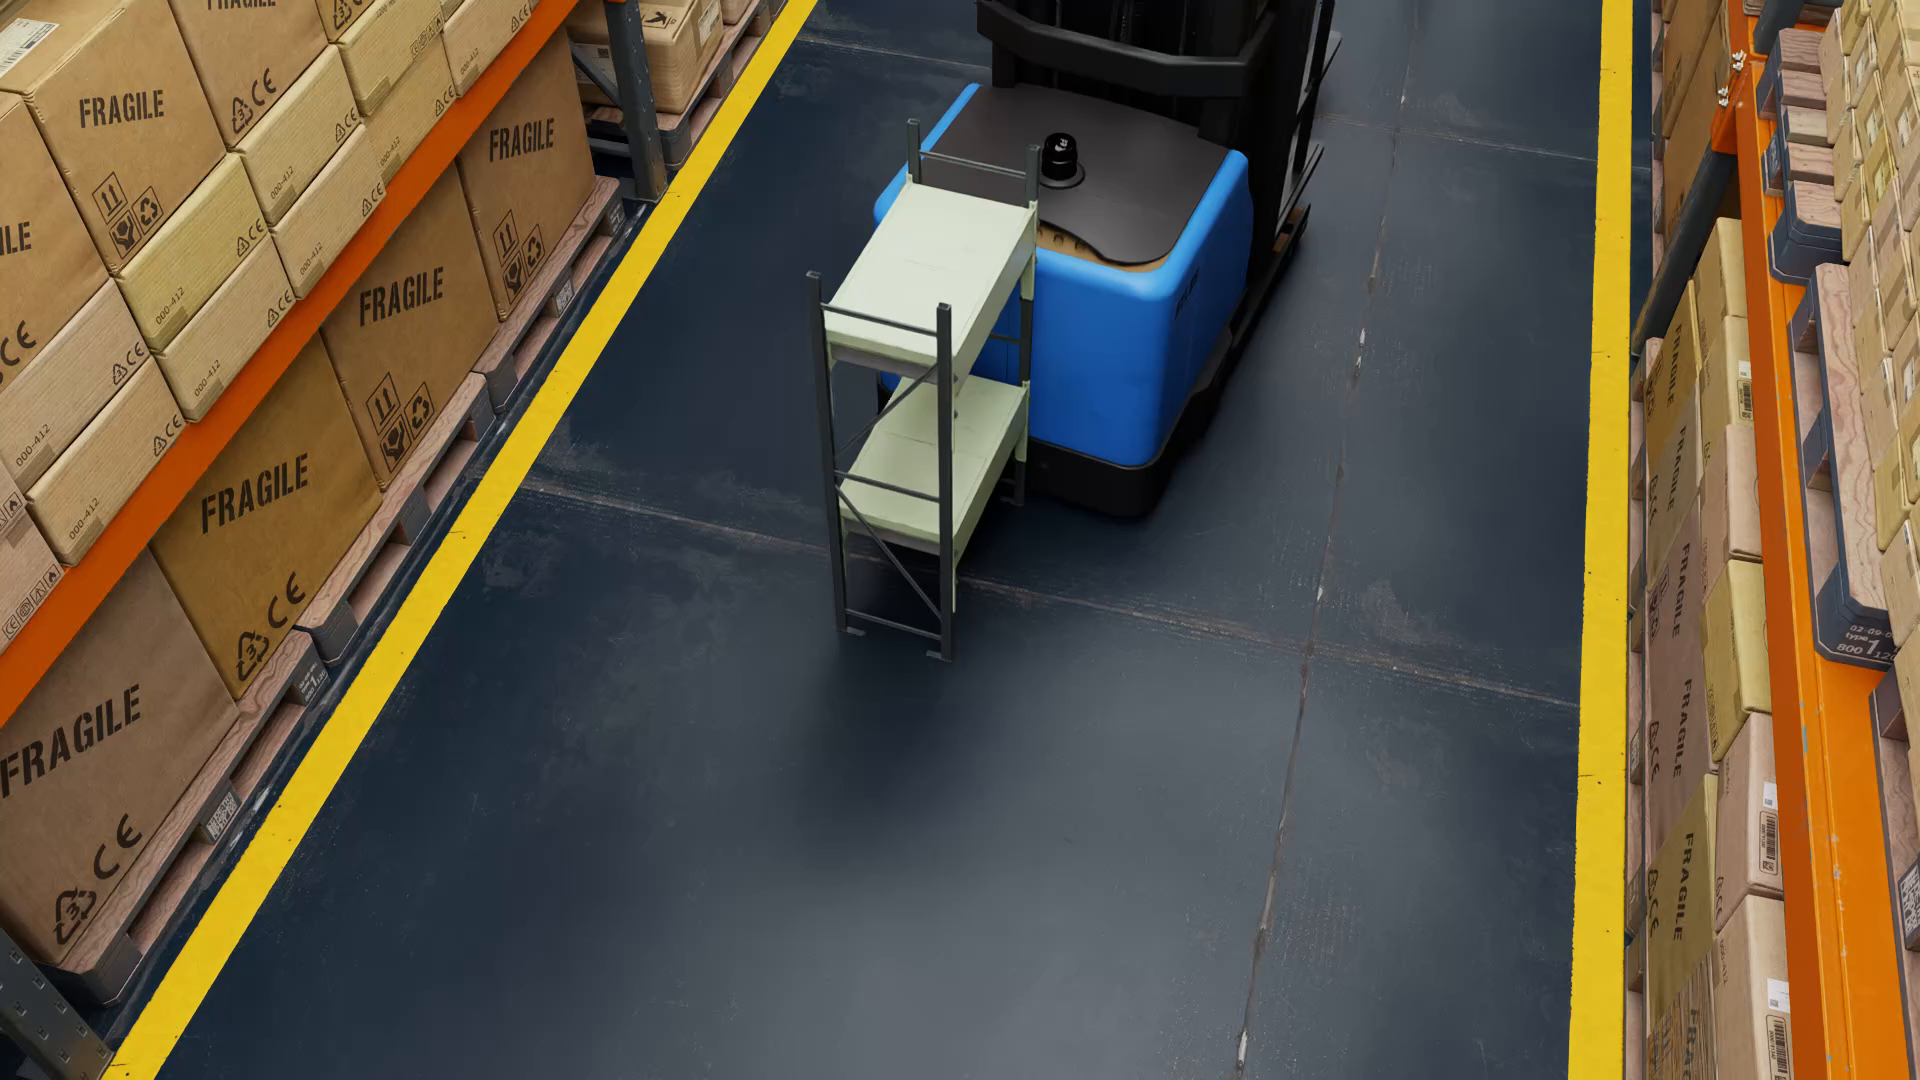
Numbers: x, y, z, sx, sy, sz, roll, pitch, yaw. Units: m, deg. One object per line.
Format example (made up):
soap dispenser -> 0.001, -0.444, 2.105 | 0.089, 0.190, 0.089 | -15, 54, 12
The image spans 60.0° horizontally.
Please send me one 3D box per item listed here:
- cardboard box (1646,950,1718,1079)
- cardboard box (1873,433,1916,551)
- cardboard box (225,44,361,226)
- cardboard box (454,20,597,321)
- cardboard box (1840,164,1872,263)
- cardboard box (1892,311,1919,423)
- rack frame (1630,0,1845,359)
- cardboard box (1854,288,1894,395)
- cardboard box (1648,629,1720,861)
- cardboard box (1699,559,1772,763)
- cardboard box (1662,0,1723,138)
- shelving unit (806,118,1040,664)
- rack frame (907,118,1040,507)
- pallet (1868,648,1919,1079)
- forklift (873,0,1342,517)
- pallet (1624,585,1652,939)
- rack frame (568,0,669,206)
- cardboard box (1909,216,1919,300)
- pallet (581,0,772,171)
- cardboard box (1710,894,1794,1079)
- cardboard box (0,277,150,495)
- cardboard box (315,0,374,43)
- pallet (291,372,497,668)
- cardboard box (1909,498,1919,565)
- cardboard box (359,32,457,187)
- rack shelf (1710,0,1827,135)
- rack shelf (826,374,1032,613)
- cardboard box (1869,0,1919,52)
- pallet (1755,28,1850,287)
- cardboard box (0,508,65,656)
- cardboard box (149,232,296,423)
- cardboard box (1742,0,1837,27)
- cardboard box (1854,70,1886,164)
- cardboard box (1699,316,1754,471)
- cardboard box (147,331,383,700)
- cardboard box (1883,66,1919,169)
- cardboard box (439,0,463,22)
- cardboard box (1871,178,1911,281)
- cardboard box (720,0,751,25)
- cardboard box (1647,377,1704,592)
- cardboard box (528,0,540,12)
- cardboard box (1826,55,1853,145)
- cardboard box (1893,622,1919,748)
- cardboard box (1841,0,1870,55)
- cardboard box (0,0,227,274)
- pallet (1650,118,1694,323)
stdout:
cardboard box -> 1.964, 1.359, 3.937 | 0.500, 0.500, 0.500 | 11, 49, 9
cardboard box -> 2.266, -0.070, 3.698 | 0.380, 0.149, 0.250 | 14, 50, 12
cardboard box -> -2.002, -1.135, 4.518 | 0.500, 0.250, 0.500 | 10, 49, 9
cardboard box -> -1.999, -1.494, 6.205 | 0.875, 0.875, 0.875 | 11, 50, 10
cardboard box -> 2.542, -0.825, 4.365 | 0.380, 0.149, 0.250 | 14, 50, 12
cardboard box -> 2.340, -0.354, 3.751 | 0.380, 0.149, 0.250 | 13, 50, 11
rack frame -> 3.066, -1.638, 5.195 | 1.000, 3.000, 0.127 | 12, 50, 10
cardboard box -> 2.406, -0.450, 4.034 | 0.380, 0.149, 0.250 | 12, 50, 11
cardboard box -> 2.239, 0.617, 4.592 | 0.500, 0.500, 0.500 | 11, 49, 9
cardboard box -> 2.238, 0.353, 4.325 | 0.500, 0.250, 0.500 | 10, 49, 8
cardboard box -> 3.539, -2.088, 6.813 | 1.050, 0.750, 0.750 | 12, 50, 11
shelving unit -> -0.088, -0.412, 5.113 | 0.431, 1.500, 0.755 | 15, 50, 13
rack frame -> 0.037, -0.670, 5.341 | 0.400, 1.500, 0.023 | 15, 50, 13
pallet -> 2.354, 0.795, 3.176 | 1.003, 0.211, 1.213 | 12, 50, 10
forklift -> 0.777, -2.170, 5.710 | 1.130, 2.935, 3.031 | 19, 51, 16
pallet -> 2.535, 0.729, 4.965 | 1.003, 0.211, 1.213 | 12, 50, 10
rack frame -> -1.737, -2.542, 5.993 | 1.000, 3.000, 0.127 | 12, 50, 10
cardboard box -> 2.413, -0.644, 3.808 | 0.380, 0.149, 0.250 | 13, 50, 11
pallet -> -1.529, -2.184, 7.537 | 1.003, 0.211, 1.213 | 12, 50, 10
cardboard box -> 1.965, 1.107, 3.659 | 0.500, 0.250, 0.500 | 10, 49, 9
cardboard box -> -2.291, -0.409, 3.877 | 0.500, 0.250, 0.500 | 12, 50, 11
cardboard box -> -1.885, -1.749, 4.560 | 0.500, 0.500, 0.500 | 12, 50, 10
pallet -> -2.340, -0.184, 5.771 | 1.003, 0.211, 1.213 | 12, 50, 10
cardboard box -> 2.201, 0.018, 3.422 | 0.380, 0.149, 0.250 | 9, 49, 8
cardboard box -> -1.887, -1.341, 5.033 | 0.500, 0.250, 0.500 | 11, 50, 10
rack shelf -> 3.592, -2.846, 6.741 | 1.077, 0.370, 4.000 | 12, 50, 10
rack shelf -> -0.088, -0.196, 5.358 | 0.431, 0.370, 0.720 | 15, 50, 13
cardboard box -> 2.689, -1.400, 4.475 | 0.380, 0.149, 0.250 | 10, 49, 9
pallet -> 2.981, -1.038, 4.793 | 1.213, 0.211, 1.003 | 12, 50, 10
cardboard box -> -2.419, 0.135, 3.730 | 0.500, 0.250, 0.500 | 11, 49, 9
cardboard box -> -2.134, -0.607, 4.385 | 0.500, 0.250, 0.500 | 11, 50, 10
cardboard box -> 2.925, -2.050, 5.492 | 0.500, 0.500, 0.500 | 12, 50, 10
cardboard box -> 2.608, -1.092, 4.402 | 0.380, 0.149, 0.250 | 10, 49, 9
cardboard box -> 2.517, -0.380, 4.972 | 0.500, 0.250, 0.500 | 11, 49, 10
cardboard box -> -2.473, -0.203, 5.066 | 0.875, 0.875, 0.875 | 13, 50, 11
cardboard box -> 2.550, -1.032, 4.151 | 0.380, 0.149, 0.250 | 10, 49, 8
cardboard box -> -1.750, -1.885, 5.180 | 0.500, 0.250, 0.500 | 10, 49, 9
cardboard box -> 2.476, -0.729, 4.082 | 0.380, 0.149, 0.250 | 12, 50, 10
cardboard box -> -1.392, -2.753, 7.652 | 0.950, 0.372, 0.625 | 11, 49, 9
cardboard box -> 2.504, -0.124, 5.246 | 0.500, 0.500, 0.500 | 12, 50, 10
cardboard box -> -1.619, -2.075, 5.681 | 0.500, 0.250, 0.500 | 10, 49, 9
cardboard box -> 2.682, -1.216, 4.710 | 0.380, 0.149, 0.250 | 14, 50, 12
cardboard box -> 2.128, 0.324, 3.351 | 0.380, 0.149, 0.250 | 9, 49, 8
cardboard box -> 2.745, -1.482, 4.747 | 0.380, 0.149, 0.250 | 14, 50, 12
cardboard box -> -2.155, -1.010, 3.907 | 0.500, 0.500, 0.500 | 10, 49, 9
pallet -> 3.346, -1.271, 6.731 | 1.003, 0.211, 1.213 | 12, 50, 10
